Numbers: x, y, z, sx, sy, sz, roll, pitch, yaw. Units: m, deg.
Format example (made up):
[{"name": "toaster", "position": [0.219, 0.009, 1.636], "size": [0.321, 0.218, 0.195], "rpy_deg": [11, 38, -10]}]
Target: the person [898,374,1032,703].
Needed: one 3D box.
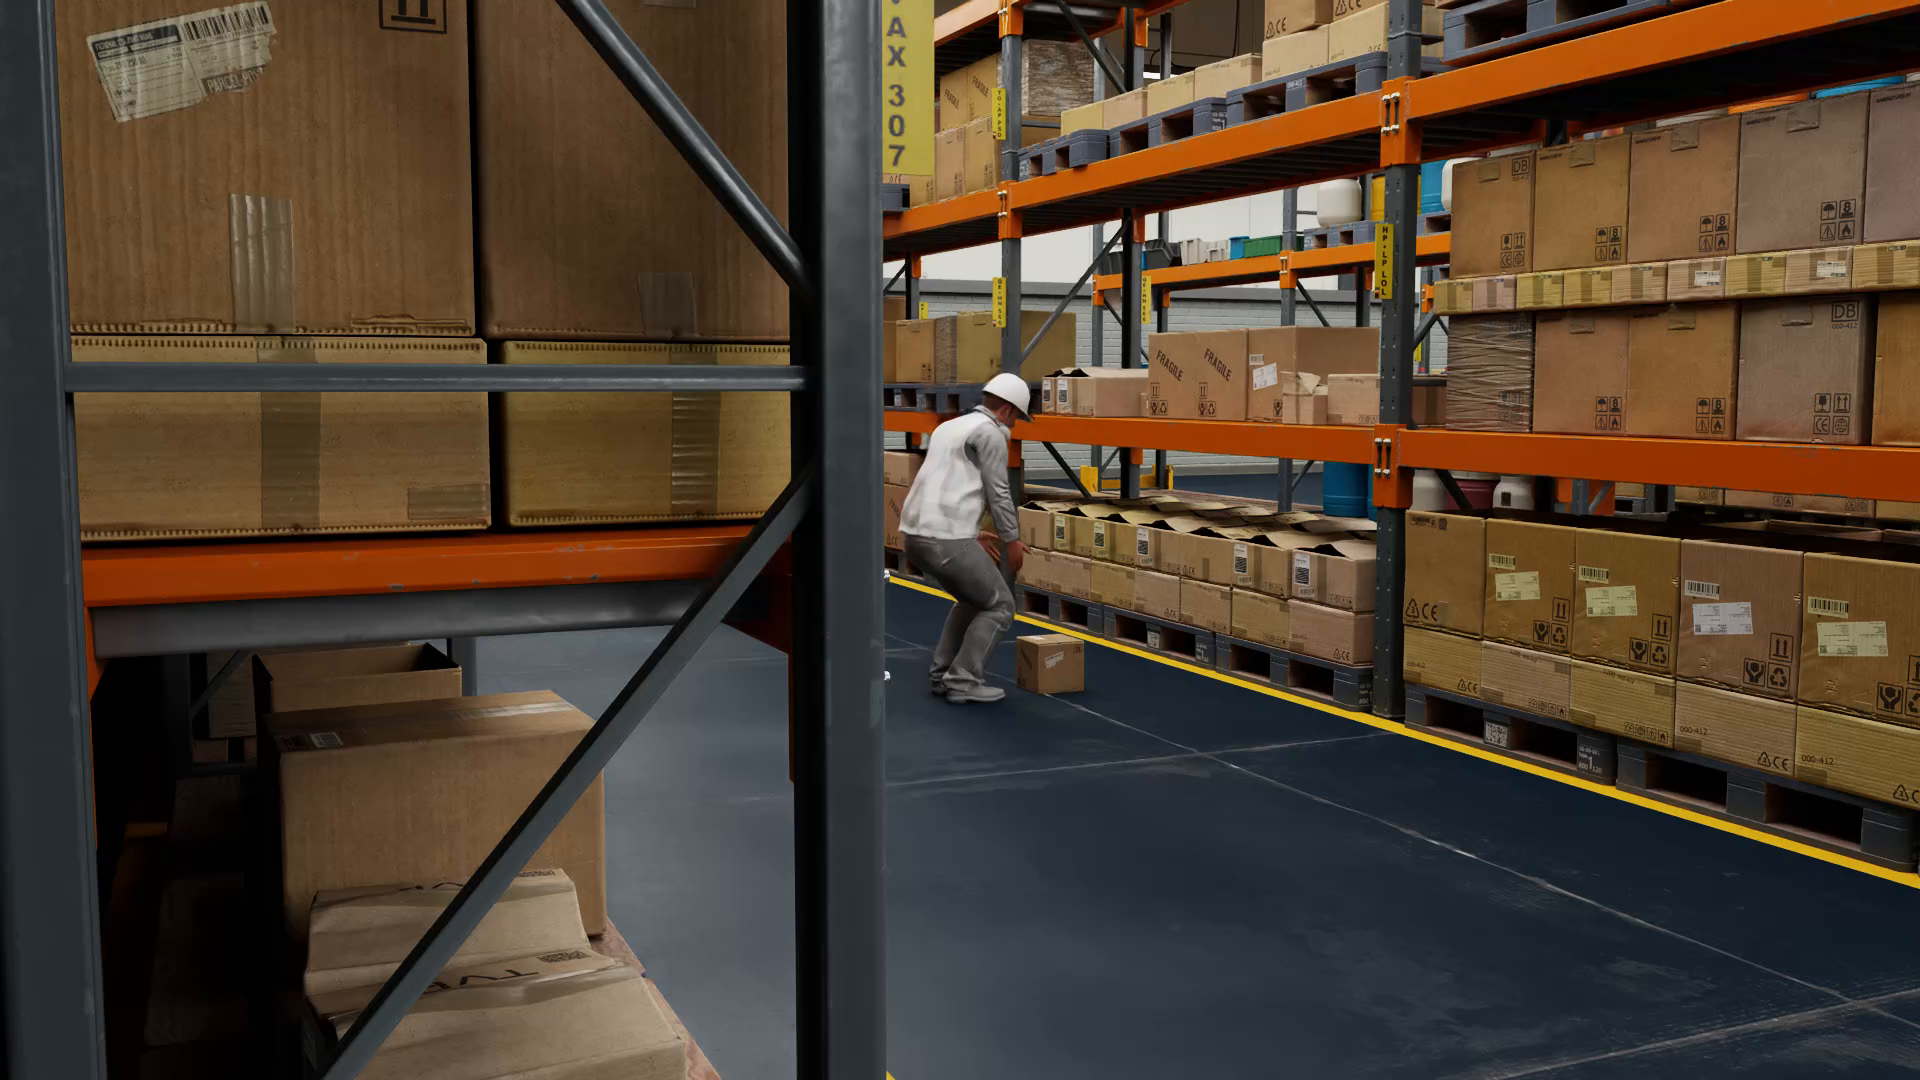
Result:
[{"name": "person", "position": [0.039, -0.020, 8.019], "size": [0.671, 1.559, 0.588], "rpy_deg": [-2, 6, -23]}]
